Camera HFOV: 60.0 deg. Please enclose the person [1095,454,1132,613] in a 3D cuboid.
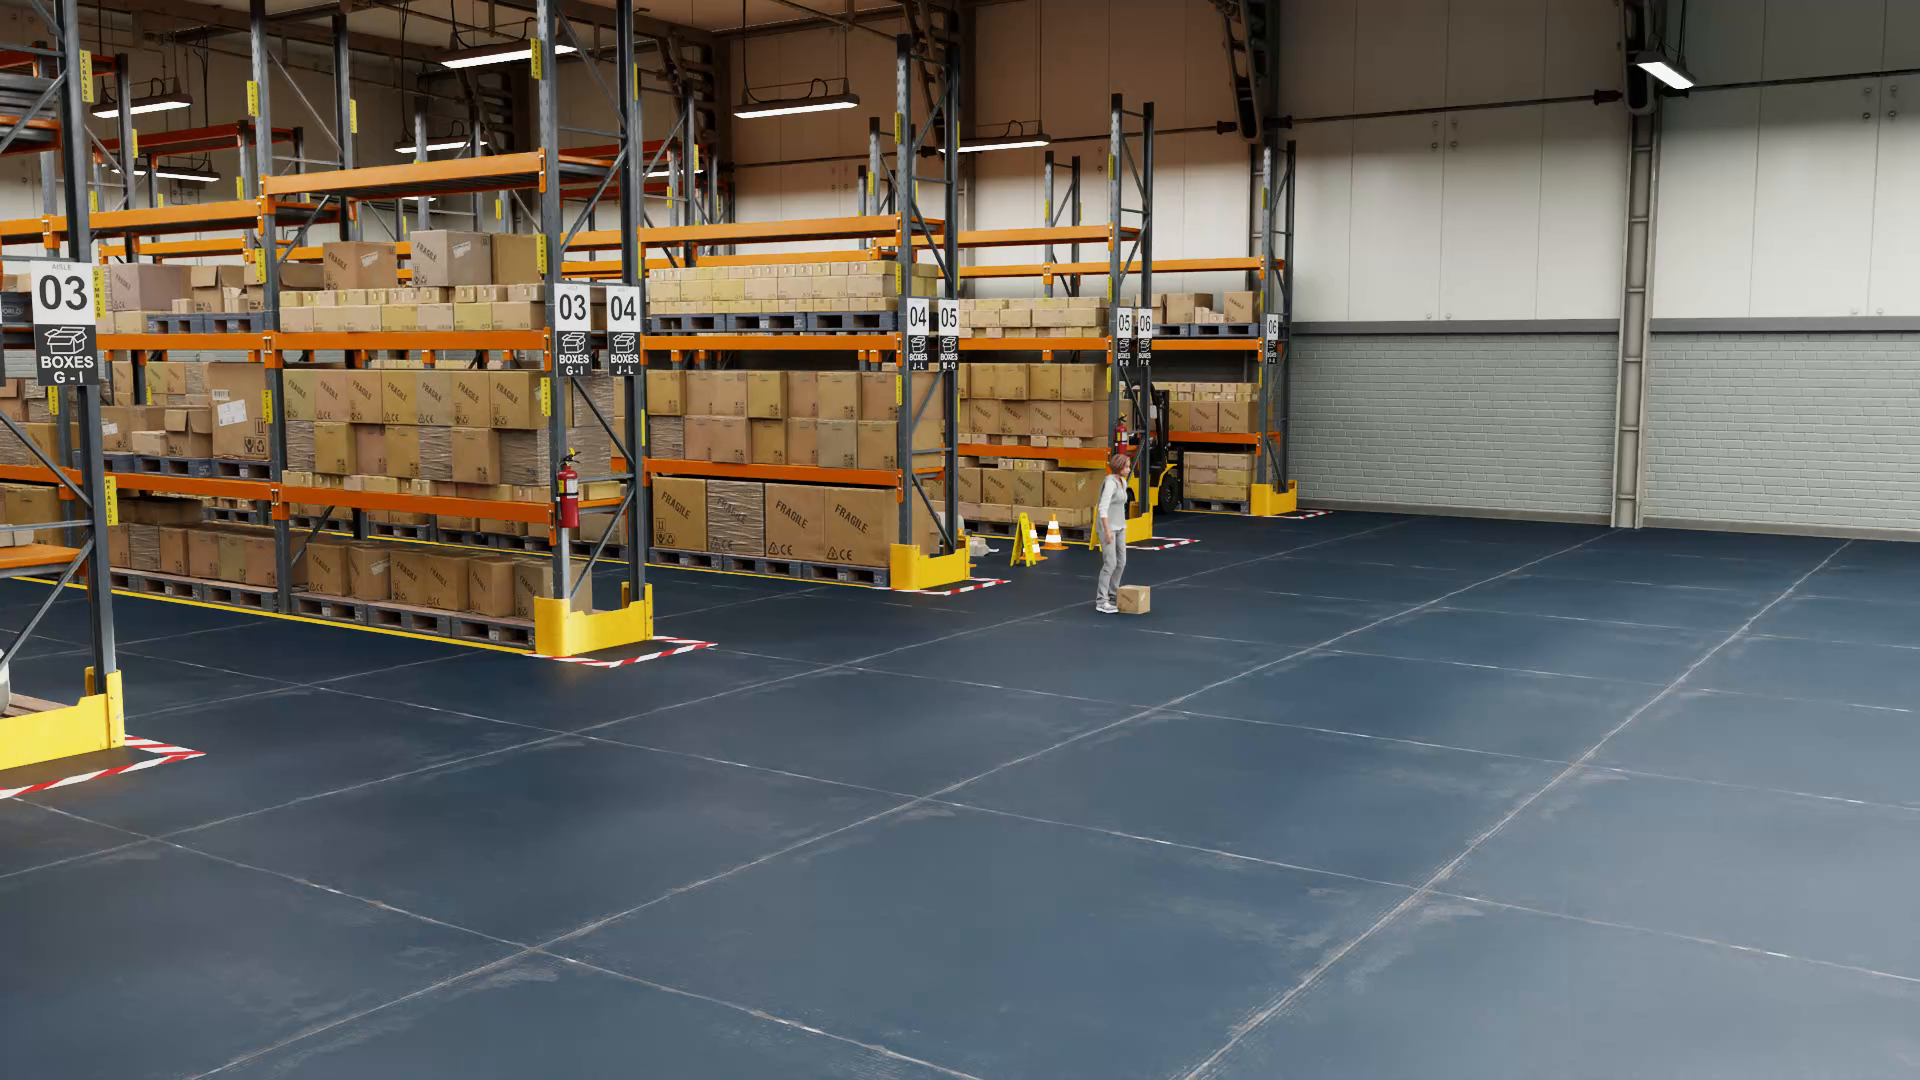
[{"bbox_3d":[1.556,-0.078,16.884,0.342,1.593,0.485,4,8,30],"label":"person"}]
